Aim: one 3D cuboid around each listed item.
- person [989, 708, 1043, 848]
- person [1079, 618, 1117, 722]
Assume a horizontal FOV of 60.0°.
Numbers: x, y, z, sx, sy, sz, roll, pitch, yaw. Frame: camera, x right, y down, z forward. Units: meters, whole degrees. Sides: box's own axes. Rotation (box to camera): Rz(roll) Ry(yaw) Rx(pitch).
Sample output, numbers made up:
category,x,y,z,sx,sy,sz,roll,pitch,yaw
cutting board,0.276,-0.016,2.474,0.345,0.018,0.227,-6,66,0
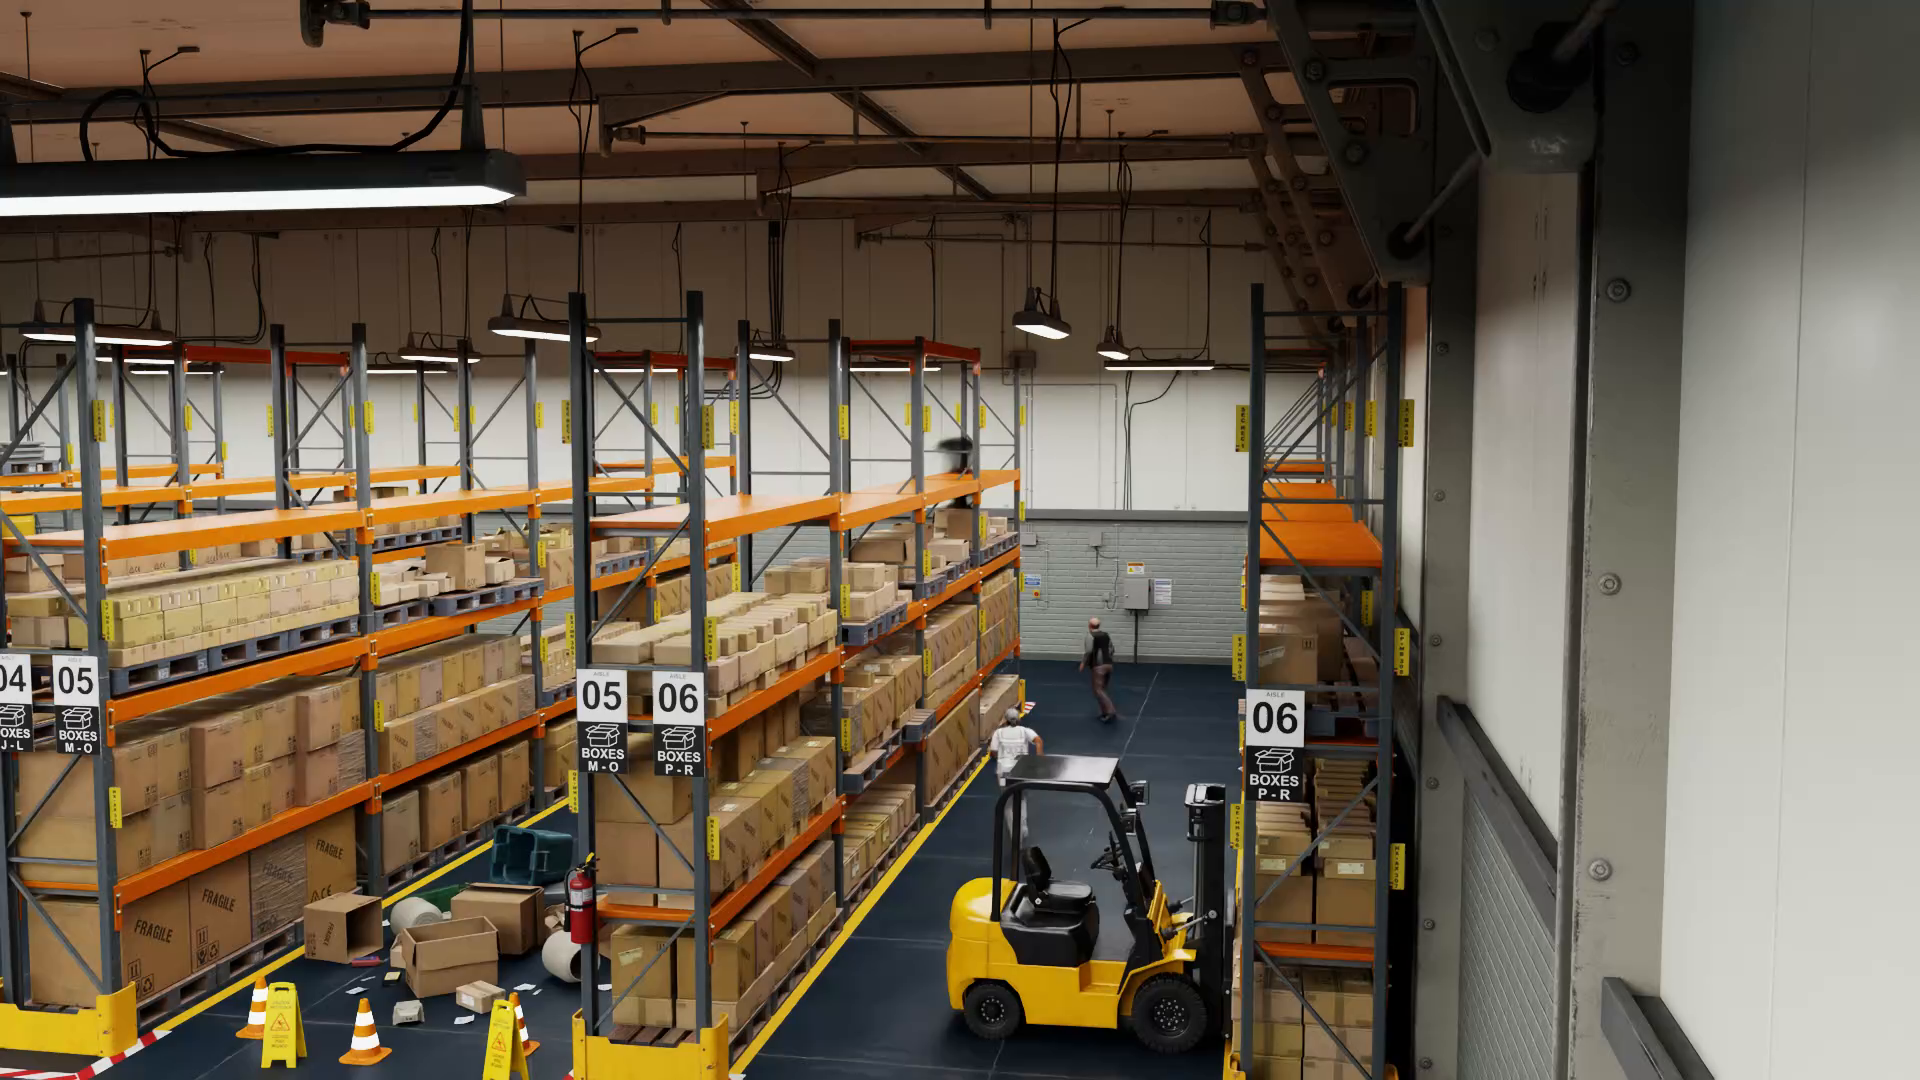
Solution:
category,x,y,z,sx,sy,sz,roll,pitch,yaw
person,0.652,2.790,19.573,0.595,1.588,0.784,-1,5,-7
person,2.356,2.145,27.395,0.729,1.687,0.653,4,6,42
